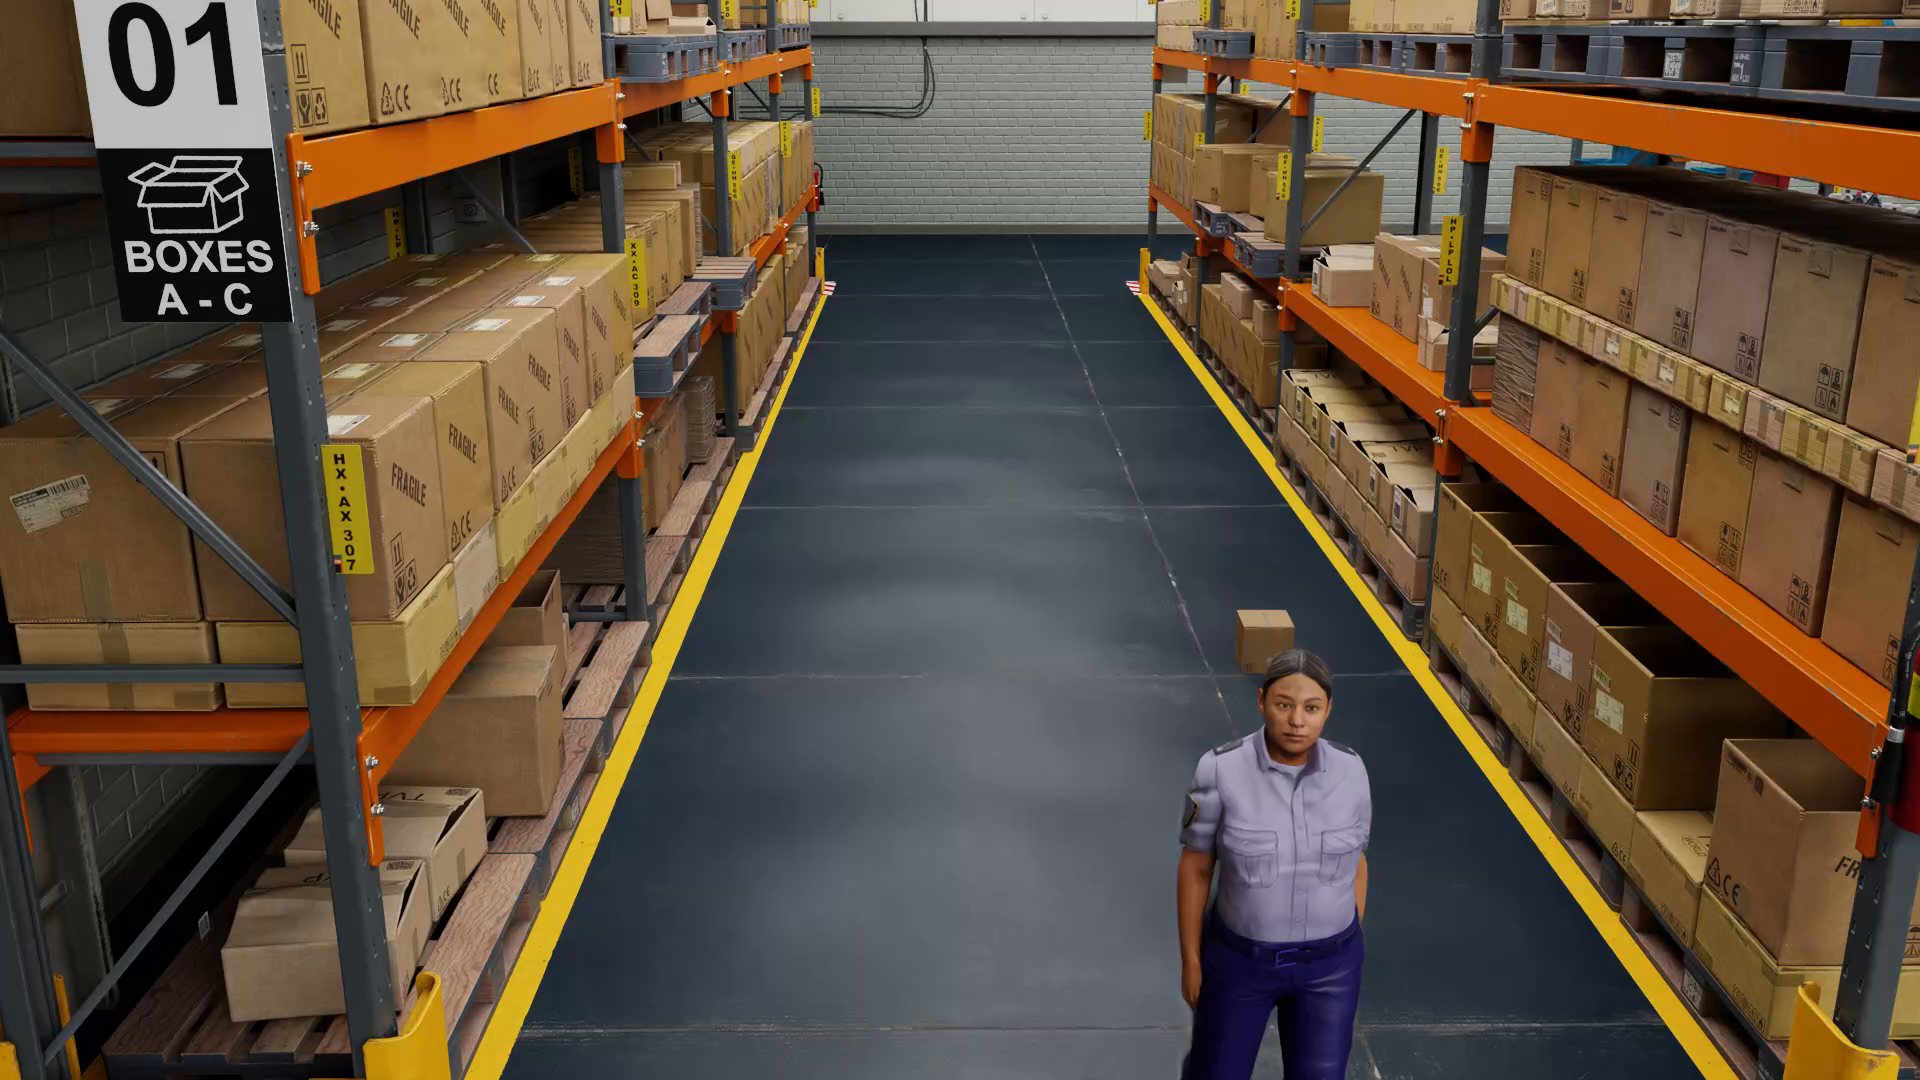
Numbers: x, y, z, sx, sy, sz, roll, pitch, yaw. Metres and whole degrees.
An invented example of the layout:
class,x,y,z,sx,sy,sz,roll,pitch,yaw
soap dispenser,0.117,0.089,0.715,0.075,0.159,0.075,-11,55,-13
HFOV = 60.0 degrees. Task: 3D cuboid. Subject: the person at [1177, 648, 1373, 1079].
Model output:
class,x,y,z,sx,sy,sz,roll,pitch,yaw
person,0.778,1.041,4.188,0.482,1.615,0.736,0,17,-1
